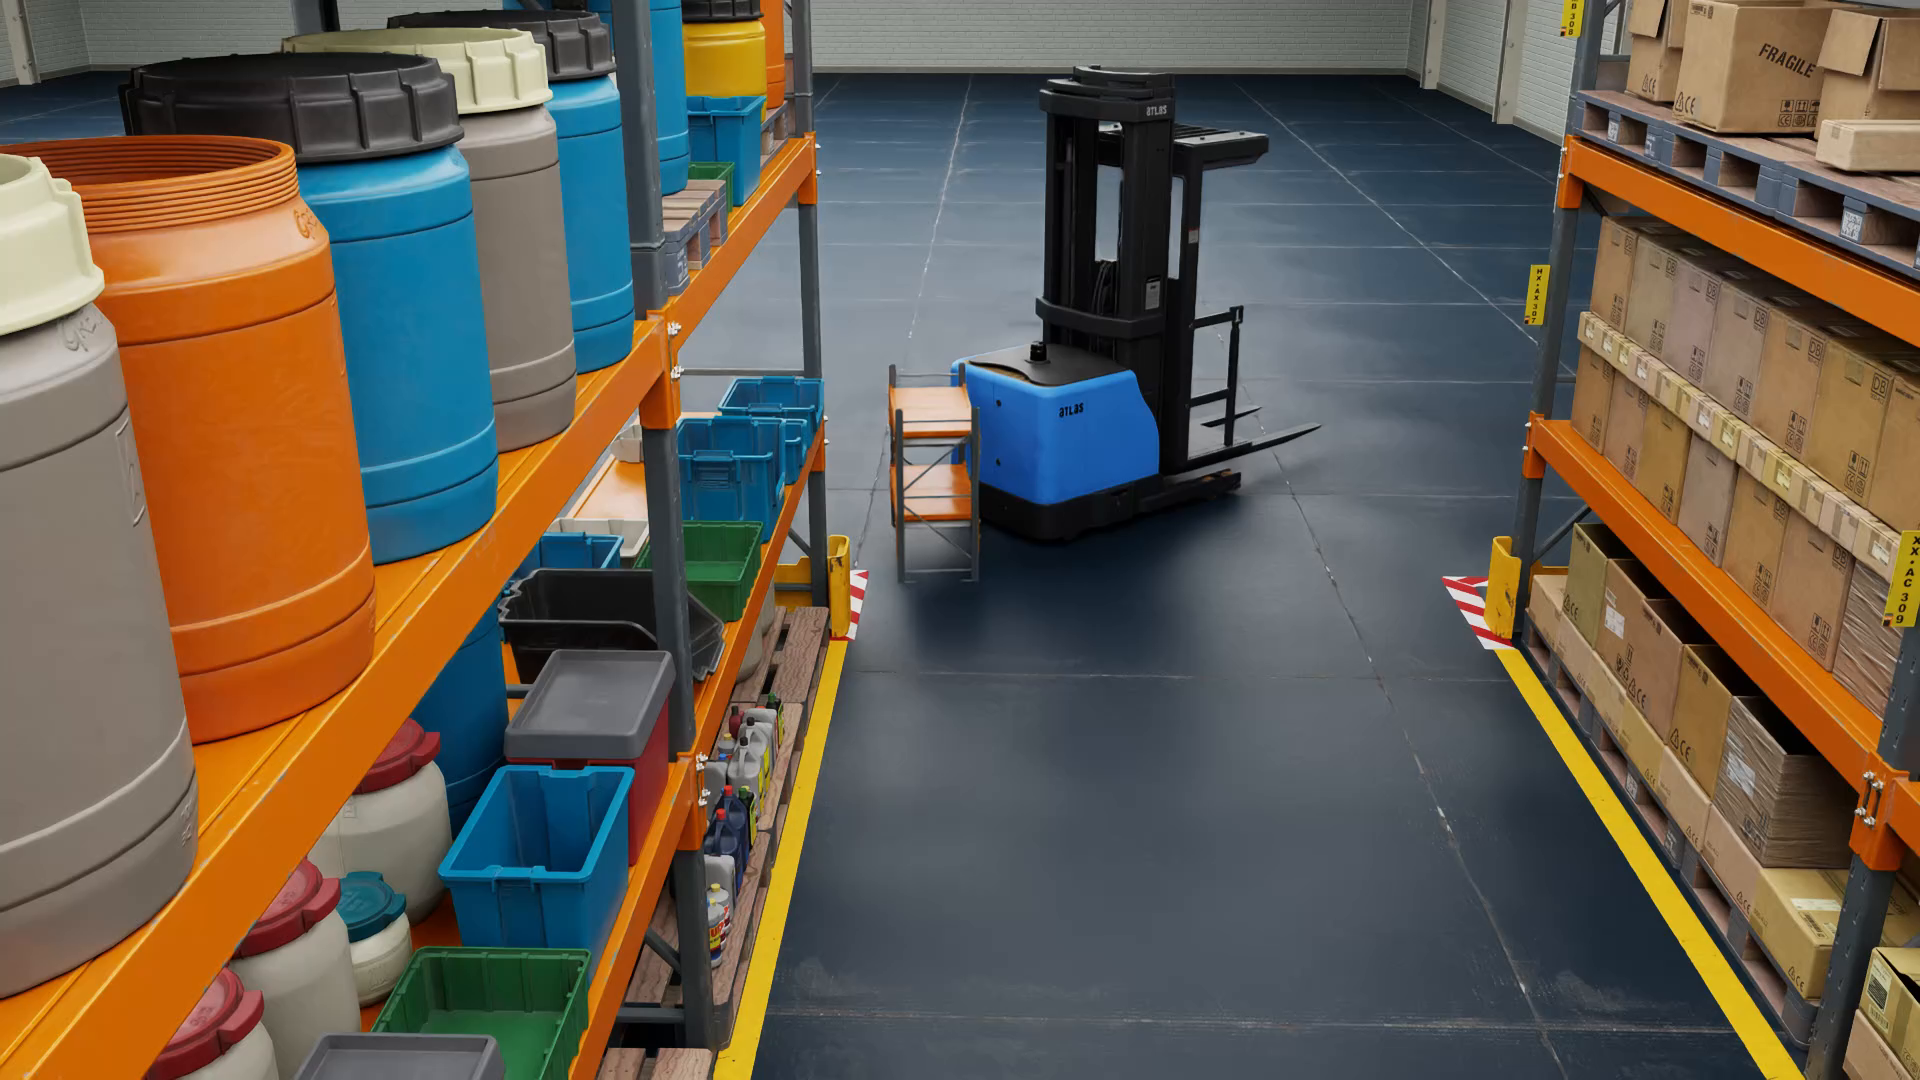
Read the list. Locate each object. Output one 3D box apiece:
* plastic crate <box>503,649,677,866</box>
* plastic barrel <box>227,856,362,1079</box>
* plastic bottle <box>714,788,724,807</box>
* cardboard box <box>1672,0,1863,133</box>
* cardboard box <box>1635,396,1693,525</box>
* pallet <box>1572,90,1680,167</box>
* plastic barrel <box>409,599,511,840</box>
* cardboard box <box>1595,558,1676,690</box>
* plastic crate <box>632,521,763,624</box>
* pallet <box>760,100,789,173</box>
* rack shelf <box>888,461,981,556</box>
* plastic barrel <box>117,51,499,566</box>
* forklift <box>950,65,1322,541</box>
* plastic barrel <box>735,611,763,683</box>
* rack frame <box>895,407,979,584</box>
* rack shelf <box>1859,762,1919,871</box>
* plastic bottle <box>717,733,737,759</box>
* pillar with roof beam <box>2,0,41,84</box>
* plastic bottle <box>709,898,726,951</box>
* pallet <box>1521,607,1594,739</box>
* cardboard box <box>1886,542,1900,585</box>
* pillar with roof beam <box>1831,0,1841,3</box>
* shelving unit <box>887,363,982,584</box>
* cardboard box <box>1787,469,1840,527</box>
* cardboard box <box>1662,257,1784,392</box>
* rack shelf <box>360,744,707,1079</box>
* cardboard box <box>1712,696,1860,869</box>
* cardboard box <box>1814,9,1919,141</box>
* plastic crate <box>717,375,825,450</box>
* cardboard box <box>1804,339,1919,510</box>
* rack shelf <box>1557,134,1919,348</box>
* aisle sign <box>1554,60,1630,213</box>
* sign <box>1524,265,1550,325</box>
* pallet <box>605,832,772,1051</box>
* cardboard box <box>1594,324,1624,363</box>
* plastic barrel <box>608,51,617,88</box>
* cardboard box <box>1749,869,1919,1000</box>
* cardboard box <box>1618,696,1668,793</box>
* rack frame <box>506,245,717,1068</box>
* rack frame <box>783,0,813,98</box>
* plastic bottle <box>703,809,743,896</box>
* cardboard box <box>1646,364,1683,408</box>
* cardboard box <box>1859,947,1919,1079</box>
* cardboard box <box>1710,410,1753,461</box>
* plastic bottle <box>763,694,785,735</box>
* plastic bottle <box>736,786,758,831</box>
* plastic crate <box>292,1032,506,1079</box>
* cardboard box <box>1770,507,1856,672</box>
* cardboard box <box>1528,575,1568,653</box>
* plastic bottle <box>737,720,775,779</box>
[{"bbox_3d":[-1.107,0.663,5.086,0.402,0.464,0.583,1,21,2],"label":"plastic crate"},{"bbox_3d":[-1.669,1.060,3.964,0.433,0.535,0.433,0,21,0],"label":"plastic barrel"},{"bbox_3d":[-0.986,1.172,7.025,0.097,0.271,0.097,0,21,0],"label":"plastic bottle"},{"bbox_3d":[3.351,-1.985,6.939,0.500,0.500,0.500,1,21,2],"label":"cardboard box"},{"bbox_3d":[3.615,-0.385,7.736,0.700,0.500,0.500,1,21,2],"label":"cardboard box"},{"bbox_3d":[3.627,-1.978,7.956,1.003,0.211,1.213,1,21,2],"label":"pallet"},{"bbox_3d":[-1.713,0.417,5.115,0.600,0.901,0.708,1,21,2],"label":"plastic barrel"},{"bbox_3d":[3.420,0.413,8.001,0.500,0.500,0.500,1,21,2],"label":"cardboard box"},{"bbox_3d":[-1.075,0.125,6.852,0.450,0.188,0.662,1,21,2],"label":"plastic crate"},{"bbox_3d":[-1.399,-1.944,8.008,1.003,0.211,1.213,1,21,2],"label":"pallet"},{"bbox_3d":[-0.175,-0.216,10.708,0.538,0.278,1.000,-2,21,-4],"label":"rack shelf"},{"bbox_3d":[-1.237,-0.459,3.225,0.600,0.901,0.708,1,21,2],"label":"plastic barrel"},{"bbox_3d":[1.380,-1.778,11.559,3.031,2.935,1.130,-17,27,-36],"label":"forklift"},{"bbox_3d":[-1.235,0.452,8.576,0.421,0.512,0.421,0,21,0],"label":"plastic barrel"},{"bbox_3d":[-0.136,-0.261,10.147,0.500,1.125,0.032,-2,21,-4],"label":"rack frame"},{"bbox_3d":[3.492,1.629,3.680,1.077,0.370,4.000,1,21,2],"label":"rack shelf"},{"bbox_3d":[-1.059,0.983,7.610,0.097,0.201,0.097,0,21,0],"label":"plastic bottle"},{"bbox_3d":[-16.801,-14.504,35.968,9.100,9.000,0.400,1,21,2],"label":"pillar with roof beam"},{"bbox_3d":[-0.947,1.467,6.363,0.097,0.201,0.097,0,21,0],"label":"plastic bottle"},{"bbox_3d":[3.693,0.701,8.931,1.003,0.211,1.213,1,21,2],"label":"pallet"},{"bbox_3d":[3.347,0.120,5.537,0.380,0.149,0.250,1,21,2],"label":"cardboard box"},{"bbox_3d":[5.531,-7.743,18.546,9.100,9.000,0.400,1,21,2],"label":"pillar with roof beam"},{"bbox_3d":[-0.175,-0.444,10.619,0.538,1.125,1.048,-2,21,-4],"label":"shelving unit"},{"bbox_3d":[3.369,-0.159,6.256,0.380,0.149,0.250,1,21,2],"label":"cardboard box"},{"bbox_3d":[3.621,-0.967,7.444,0.700,0.500,0.500,1,21,2],"label":"cardboard box"},{"bbox_3d":[-1.459,1.573,3.824,1.077,0.370,4.000,1,21,2],"label":"rack shelf"},{"bbox_3d":[3.375,0.956,6.603,0.500,0.500,0.500,1,21,2],"label":"cardboard box"},{"bbox_3d":[3.729,-1.732,6.282,0.797,0.503,0.637,3,21,8],"label":"cardboard box"},{"bbox_3d":[-0.993,-0.679,8.837,0.499,0.251,0.616,1,21,2],"label":"plastic crate"},{"bbox_3d":[3.574,-0.425,6.045,0.700,0.500,0.500,1,21,1],"label":"cardboard box"},{"bbox_3d":[3.614,-1.216,6.864,1.077,0.370,4.000,1,21,2],"label":"rack shelf"},{"bbox_3d":[3.370,-2.115,8.740,0.394,0.787,0.004,1,21,2],"label":"aisle sign"},{"bbox_3d":[3.120,-1.325,8.991,0.100,0.325,0.005,1,21,2],"label":"sign"},{"bbox_3d":[-1.336,1.572,6.686,1.003,0.211,1.213,1,21,2],"label":"pallet"},{"bbox_3d":[3.442,-0.990,8.399,0.380,0.149,0.250,0,21,0],"label":"cardboard box"},{"bbox_3d":[-1.189,-1.286,5.314,0.421,0.512,0.421,0,21,0],"label":"plastic barrel"},{"bbox_3d":[3.348,1.486,6.273,0.500,0.250,0.500,1,21,2],"label":"cardboard box"},{"bbox_3d":[3.388,0.944,7.671,0.500,0.250,0.500,1,21,2],"label":"cardboard box"},{"bbox_3d":[-1.398,0.514,5.557,1.000,3.000,0.127,1,21,2],"label":"rack frame"},{"bbox_3d":[-1.277,-3.729,8.199,1.000,3.000,0.127,1,21,2],"label":"rack frame"},{"bbox_3d":[-0.959,1.257,6.697,0.144,0.351,0.185,1,21,3],"label":"plastic bottle"},{"bbox_3d":[3.417,-0.712,7.684,0.380,0.149,0.250,0,21,0],"label":"cardboard box"},{"bbox_3d":[3.291,1.541,5.355,0.500,0.311,0.500,1,21,2],"label":"cardboard box"},{"bbox_3d":[3.392,-0.435,6.968,0.380,0.149,0.250,1,21,3],"label":"cardboard box"},{"bbox_3d":[-0.894,0.836,7.987,0.097,0.201,0.097,0,21,0],"label":"plastic bottle"},{"bbox_3d":[-0.921,1.156,7.163,0.097,0.201,0.097,0,21,0],"label":"plastic bottle"},{"bbox_3d":[-1.165,1.350,3.315,0.402,0.464,0.583,1,21,2],"label":"plastic crate"},{"bbox_3d":[3.569,0.172,6.300,0.700,0.500,0.500,0,21,1],"label":"cardboard box"},{"bbox_3d":[3.436,0.401,9.069,0.500,0.250,0.500,1,21,2],"label":"cardboard box"},{"bbox_3d":[-0.934,0.942,7.610,0.152,0.276,0.135,0,21,0],"label":"plastic bottle"}]
